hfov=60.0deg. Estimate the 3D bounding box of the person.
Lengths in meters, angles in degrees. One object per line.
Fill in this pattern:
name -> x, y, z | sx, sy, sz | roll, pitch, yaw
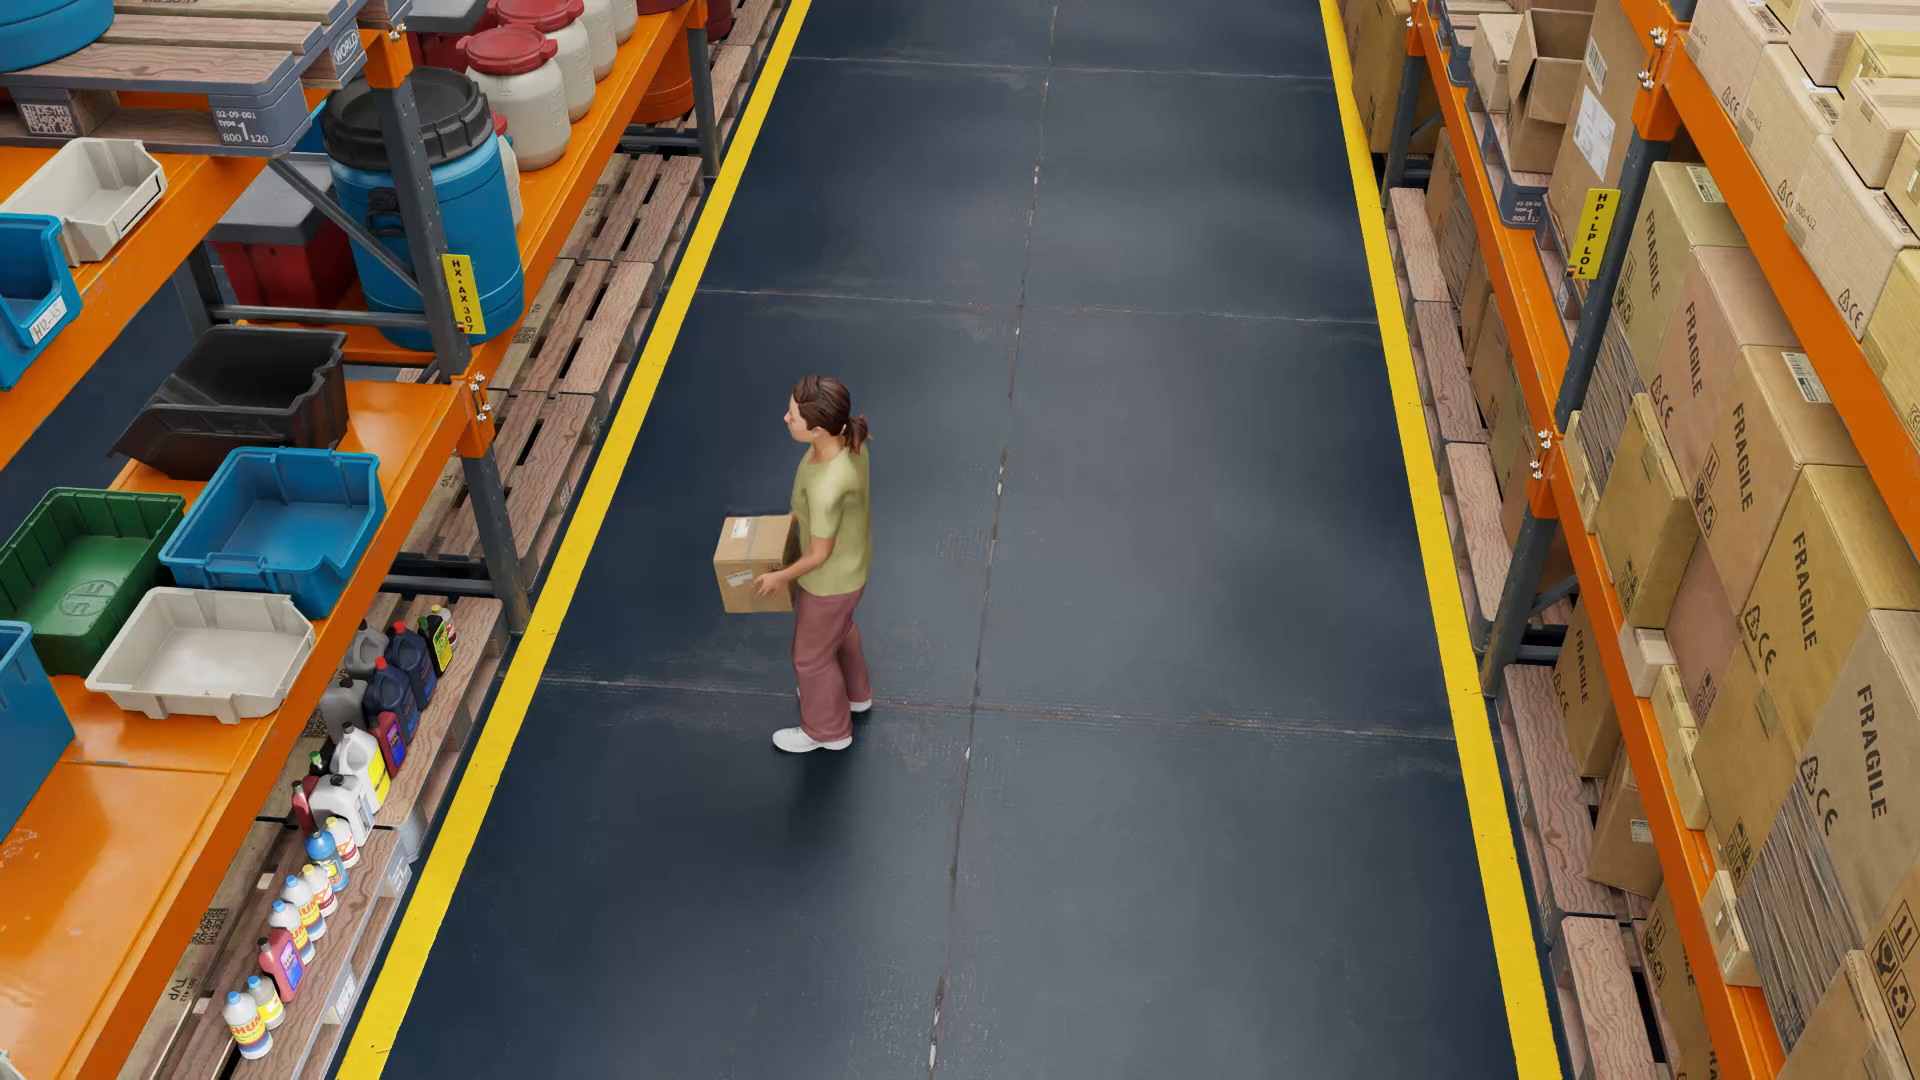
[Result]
person -> -0.508, 0.107, 6.029 | 0.435, 1.675, 0.468 | 3, 40, 3
